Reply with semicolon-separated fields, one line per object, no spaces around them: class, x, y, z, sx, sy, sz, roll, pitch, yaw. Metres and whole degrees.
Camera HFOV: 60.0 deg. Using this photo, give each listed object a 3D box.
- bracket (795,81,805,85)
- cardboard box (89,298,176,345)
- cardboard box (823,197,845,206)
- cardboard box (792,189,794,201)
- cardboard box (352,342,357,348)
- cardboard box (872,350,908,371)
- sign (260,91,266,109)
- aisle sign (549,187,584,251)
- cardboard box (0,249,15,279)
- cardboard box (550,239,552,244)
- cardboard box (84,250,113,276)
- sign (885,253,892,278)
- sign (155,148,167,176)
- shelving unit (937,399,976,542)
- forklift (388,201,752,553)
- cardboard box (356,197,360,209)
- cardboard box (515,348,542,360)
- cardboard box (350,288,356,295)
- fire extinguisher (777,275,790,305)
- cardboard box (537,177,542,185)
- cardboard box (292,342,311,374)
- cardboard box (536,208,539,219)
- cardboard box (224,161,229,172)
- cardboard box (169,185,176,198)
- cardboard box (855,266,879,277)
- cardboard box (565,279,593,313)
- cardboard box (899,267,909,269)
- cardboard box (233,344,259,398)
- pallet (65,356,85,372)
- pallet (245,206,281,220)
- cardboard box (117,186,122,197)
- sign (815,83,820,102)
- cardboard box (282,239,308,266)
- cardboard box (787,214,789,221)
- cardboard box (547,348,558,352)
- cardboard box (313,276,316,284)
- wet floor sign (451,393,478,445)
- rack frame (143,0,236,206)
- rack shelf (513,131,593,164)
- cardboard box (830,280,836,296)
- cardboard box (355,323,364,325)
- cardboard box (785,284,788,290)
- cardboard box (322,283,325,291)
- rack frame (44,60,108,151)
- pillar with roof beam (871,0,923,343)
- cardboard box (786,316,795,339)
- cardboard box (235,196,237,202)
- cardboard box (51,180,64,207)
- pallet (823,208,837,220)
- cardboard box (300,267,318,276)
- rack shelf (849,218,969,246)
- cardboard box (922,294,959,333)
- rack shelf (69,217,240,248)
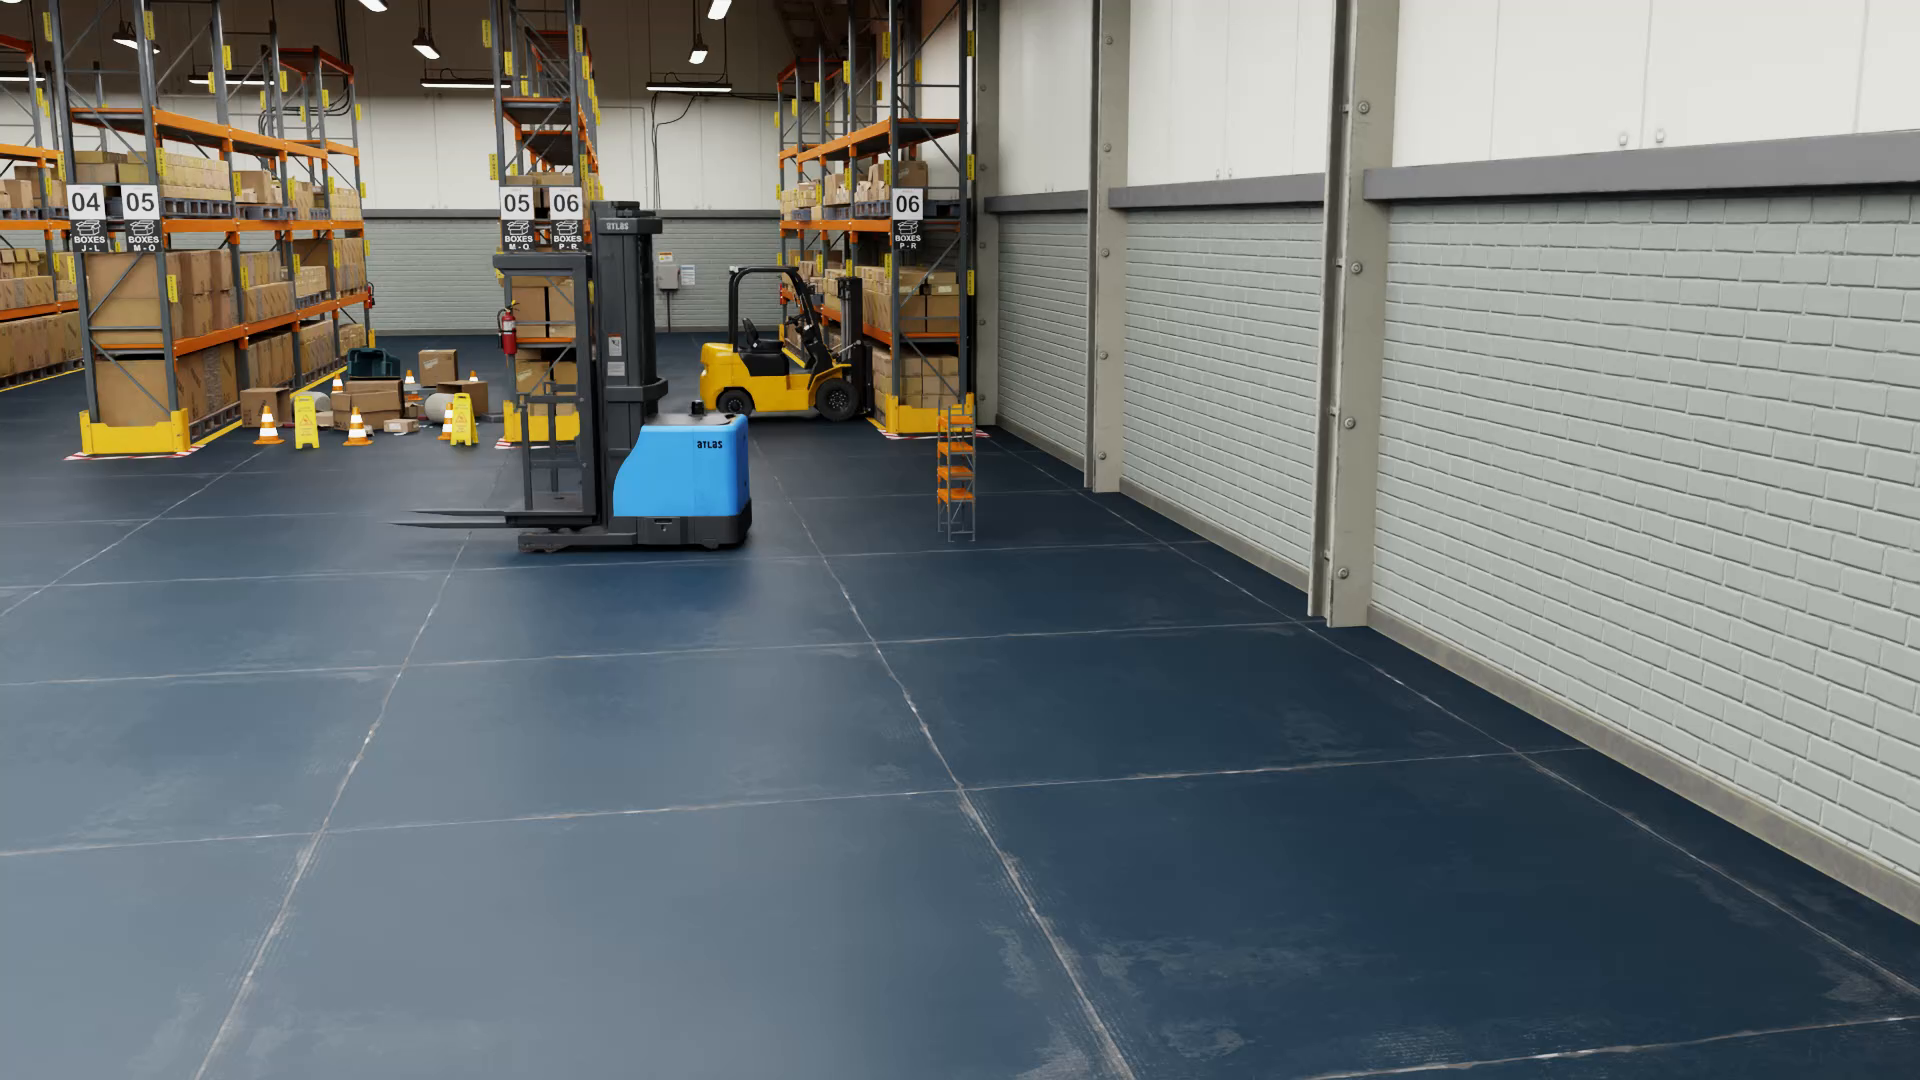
bracket;-4.051;-11.626;42.083;0.235;0.232;0.430;-2;11;-11
cardboard box;-10.229;-2.711;20.516;0.875;0.550;0.550;-2;11;-11
cardboard box;-2.195;-5.957;29.184;0.380;0.166;0.250;-2;11;-11
cardboard box;-3.184;-7.120;34.326;0.500;0.250;0.500;-2;11;-12
cardboard box;-12.596;-3.987;34.123;0.380;0.149;0.250;-2;11;-10
cardboard box;-1.017;-2.556;23.660;0.500;0.250;0.500;-2;11;-10
sign;-12.983;-8.200;31.003;0.100;0.325;0.005;-2;11;-11
aisle sign;-4.961;-4.046;20.981;0.394;0.787;0.004;-2;11;-11
cardboard box;-16.941;-4.795;28.918;0.797;0.503;0.637;-2;11;-9
cardboard box;-7.983;-5.874;32.860;0.380;0.149;0.250;-2;11;-12
cardboard box;-17.757;-5.705;34.245;0.500;0.500;0.500;-2;11;-10
sign;-0.944;-3.619;21.956;0.100;0.325;0.005;-2;11;-11
sign;-9.567;-4.532;19.912;0.100;0.325;0.005;-2;11;-11
shelving unit;-0.032;-0.620;14.744;0.258;1.200;0.503;-2;11;-11
forklift;-3.397;-1.431;14.378;3.031;2.935;1.130;0;11;-1
cardboard box;-12.886;-7.076;34.890;0.500;0.250;0.500;-2;11;-13
cardboard box;-5.826;-2.514;22.374;0.380;0.149;0.250;-2;11;-9
cardboard box;-12.714;-5.145;34.376;0.380;0.149;0.250;-3;11;-14
fire extinguisher;-4.003;-5.674;37.689;0.296;0.674;0.183;-2;11;-11
cardboard box;-5.711;-4.706;21.915;0.380;0.149;0.250;-2;11;-11
cardboard box;-11.556;-3.155;28.815;0.500;0.500;0.500;-3;11;-13
cardboard box;-5.720;-4.269;21.754;0.380;0.149;0.250;-2;11;-9
cardboard box;-10.507;-5.246;23.364;0.380;0.149;0.250;-2;11;-11
cardboard box;-9.915;-4.298;20.513;0.380;0.149;0.250;-2;11;-10
cardboard box;-1.416;-4.129;25.569;0.380;0.149;0.250;-2;11;-10
cardboard box;-5.618;-3.532;24.166;0.500;0.500;0.500;-2;11;-9
cardboard box;-0.756;-4.055;25.181;0.380;0.149;0.250;-2;11;-12
cardboard box;-11.100;-2.516;24.788;1.050;0.750;0.750;-2;11;-11
pallet;-17.403;-3.382;31.902;1.003;0.211;1.213;-2;11;-11
pallet;-11.271;-5.098;25.940;1.003;0.211;1.213;-2;11;-8
cardboard box;-10.609;-4.318;20.621;0.380;0.149;0.250;-2;11;-10
sign;-2.495;-7.841;29.116;0.100;0.325;0.005;-2;11;-11
cardboard box;-12.803;-5.535;32.015;0.500;0.500;0.500;-3;11;-13
cardboard box;-3.484;-6.884;35.490;0.380;0.149;0.250;-2;11;-11
cardboard box;-6.089;-2.511;24.093;0.500;0.500;0.500;-2;11;-9
cardboard box;-11.971;-4.743;30.348;0.380;0.149;0.250;-3;11;-14
wet floor sign;-6.290;-1.539;21.057;0.267;0.644;0.232;2;11;9
rack frame;-10.891;-6.252;23.475;1.000;3.000;0.127;-2;11;-11
rack shelf;-6.444;-6.267;26.550;1.077;0.370;4.000;-2;11;-11
cardboard box;-1.938;-4.311;28.388;0.500;0.250;0.500;-2;11;-12
cardboard box;-12.873;-4.516;35.309;0.380;0.149;0.250;-2;11;-10
cardboard box;-3.726;-5.691;37.248;0.380;0.149;0.250;-2;11;-11
cardboard box;-12.124;-4.741;31.133;0.380;0.149;0.250;-2;11;-11
rack frame;-18.110;-8.291;34.188;1.000;3.000;0.127;-2;11;-11
pillar with roof beam;-5.050;-7.002;27.418;9.100;9.000;0.548;-2;11;-11
cardboard box;-3.495;-4.749;37.181;0.797;0.503;0.637;-3;11;-13
cardboard box;-10.763;-5.087;24.348;0.258;0.266;0.396;-2;11;-12
cardboard box;-17.643;-6.628;31.817;0.700;0.500;0.500;-2;11;-8
pallet;-1.745;-5.677;28.985;1.213;0.211;1.003;-2;11;-8
cardboard box;-12.024;-4.935;30.562;0.380;0.149;0.250;-2;11;-11
rack shelf;-0.798;-4.438;23.890;1.077;0.370;4.000;-2;11;-11
cardboard box;-0.233;-3.101;22.697;0.500;0.500;0.500;-2;11;-9
rack shelf;-10.502;-4.058;21.895;1.077;0.370;4.000;-2;11;-11
